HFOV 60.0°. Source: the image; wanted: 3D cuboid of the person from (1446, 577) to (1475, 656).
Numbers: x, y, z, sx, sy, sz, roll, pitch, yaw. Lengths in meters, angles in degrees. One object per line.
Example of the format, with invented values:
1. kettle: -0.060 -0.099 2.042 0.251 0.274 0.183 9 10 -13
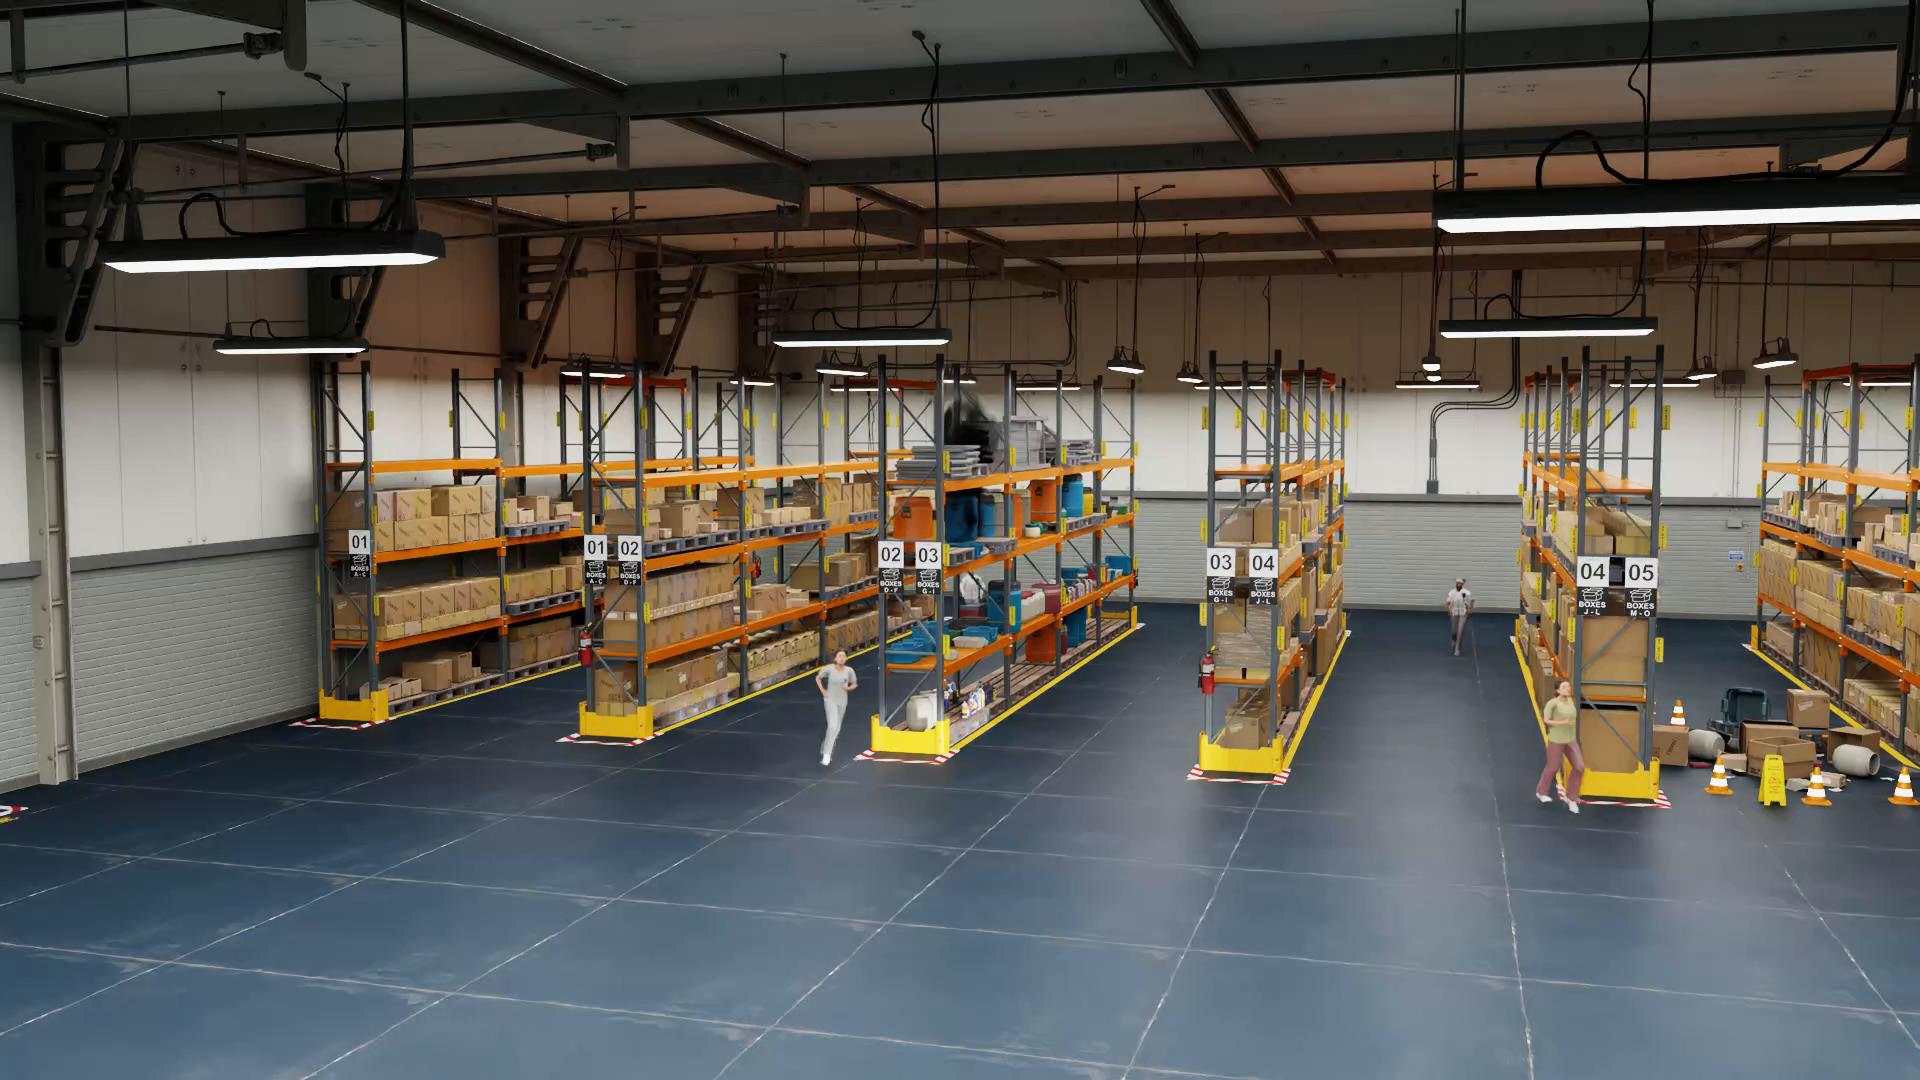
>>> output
1. person: 10.781 1.623 35.835 0.585 1.690 0.744 2 5 25

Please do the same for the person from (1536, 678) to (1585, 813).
1. person: 7.746 2.643 21.464 0.563 1.740 0.686 -1 4 -15

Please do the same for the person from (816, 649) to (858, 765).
1. person: -1.806 2.437 24.529 0.568 1.700 0.619 -2 4 -23

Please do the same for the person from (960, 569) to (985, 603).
1. person: 0.285 1.395 38.958 0.621 1.682 0.763 0 4 1
